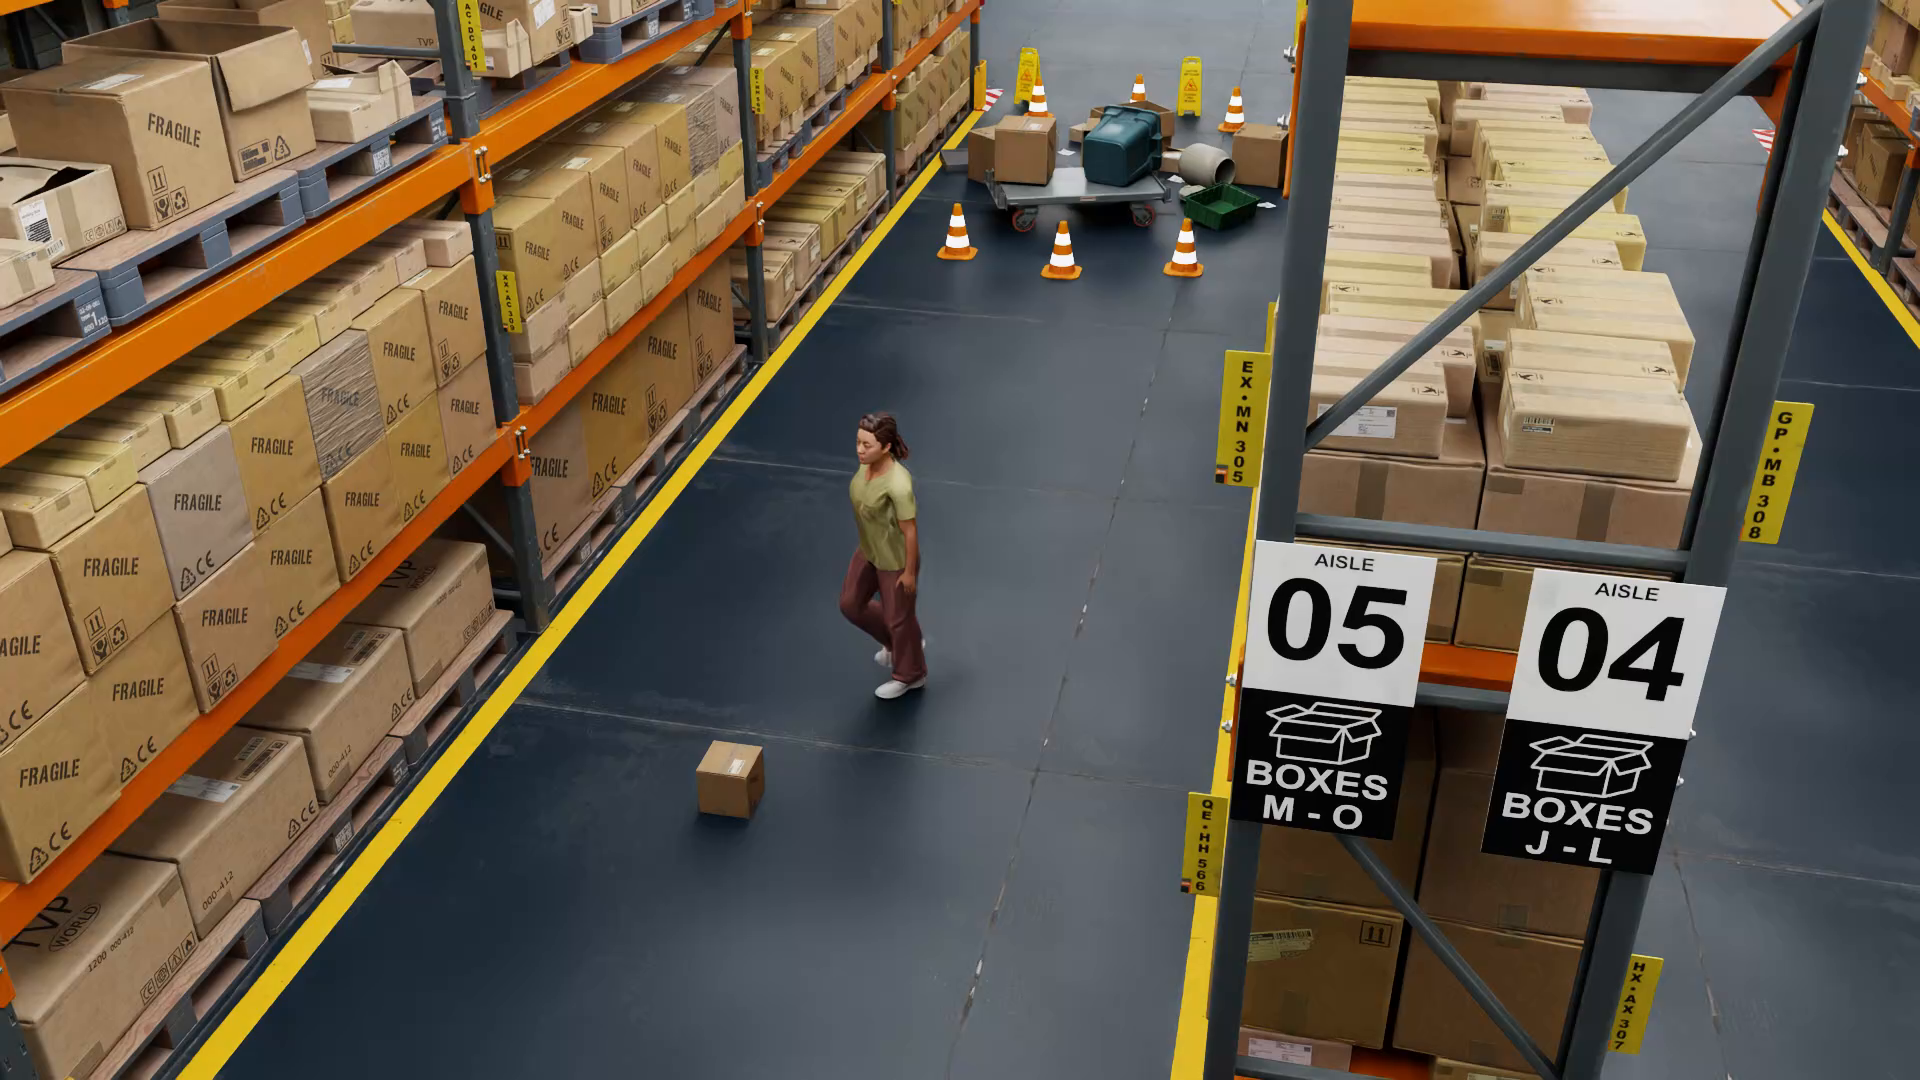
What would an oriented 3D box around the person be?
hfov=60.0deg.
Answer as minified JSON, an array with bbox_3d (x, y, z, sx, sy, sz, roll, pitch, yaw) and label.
[{"bbox_3d":[-0.349,0.084,8.444,0.465,1.660,0.496,-17,33,-27],"label":"person"}]
